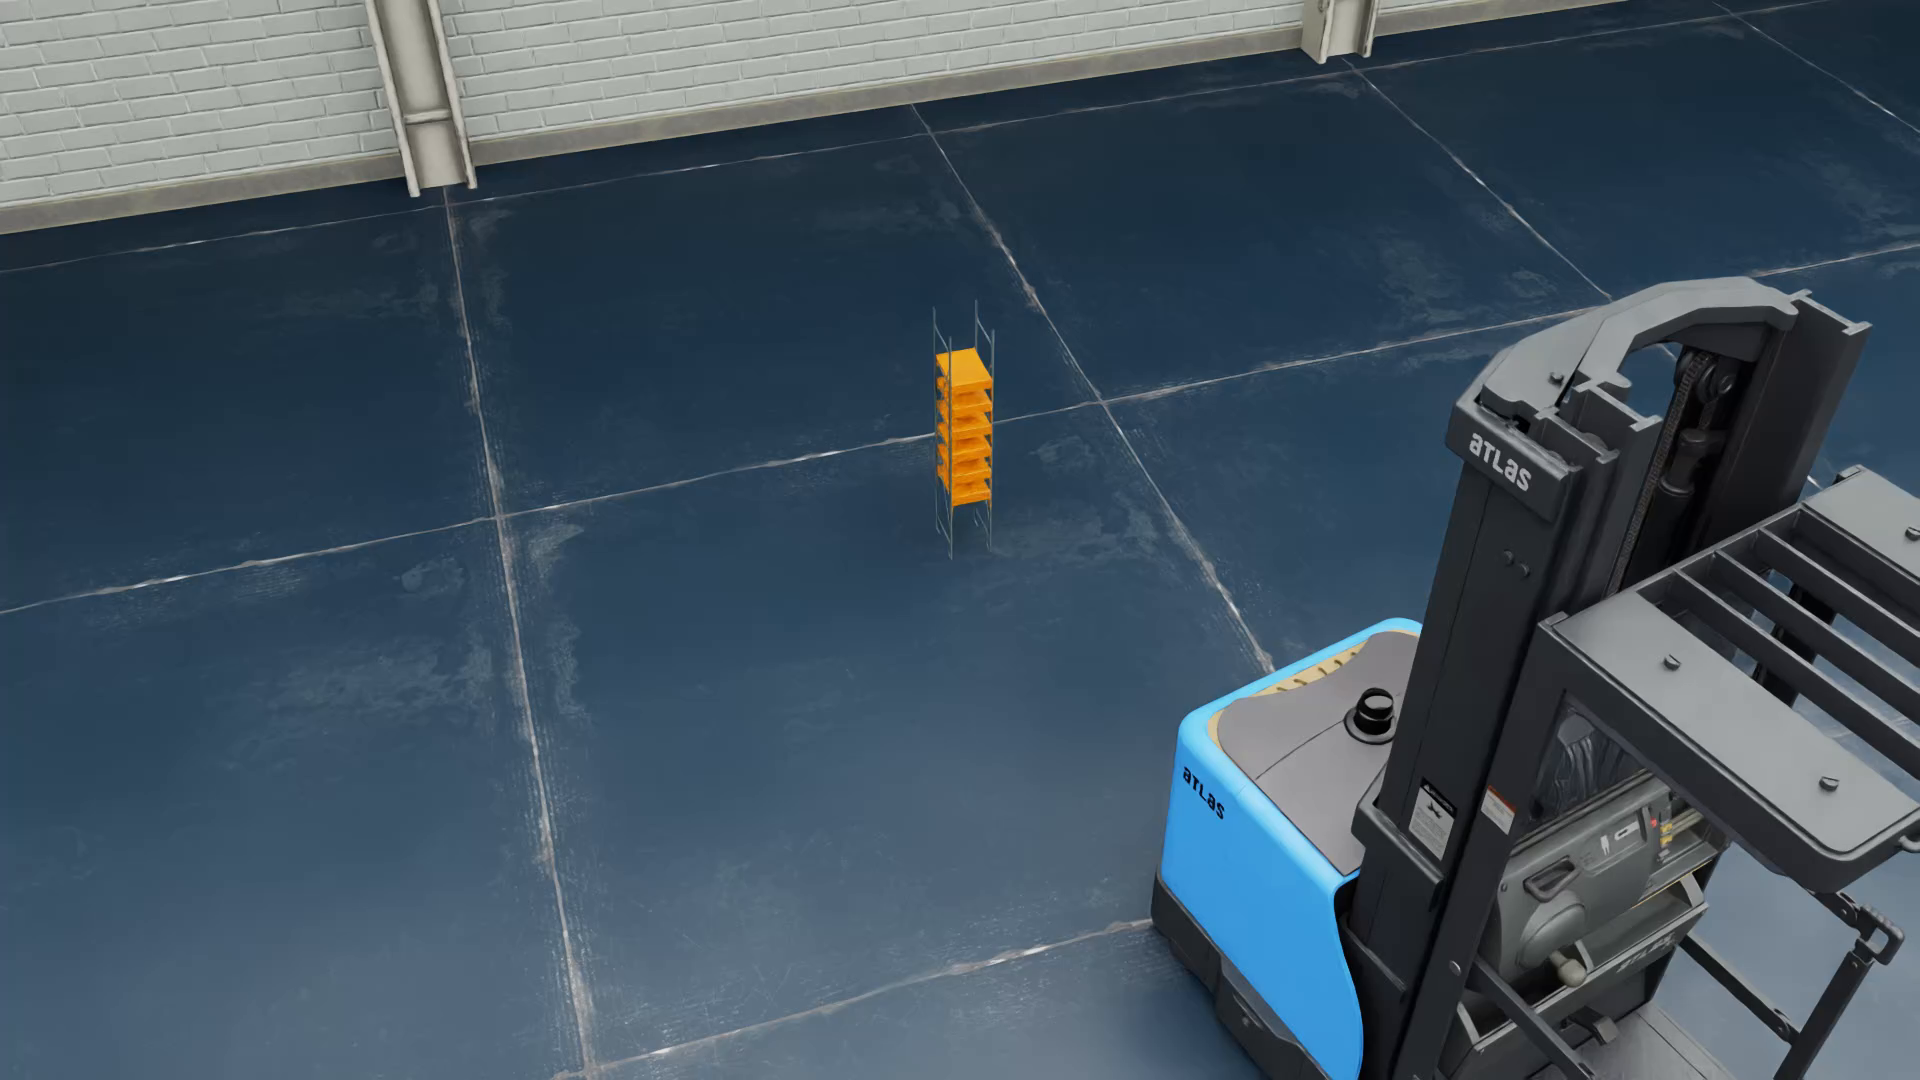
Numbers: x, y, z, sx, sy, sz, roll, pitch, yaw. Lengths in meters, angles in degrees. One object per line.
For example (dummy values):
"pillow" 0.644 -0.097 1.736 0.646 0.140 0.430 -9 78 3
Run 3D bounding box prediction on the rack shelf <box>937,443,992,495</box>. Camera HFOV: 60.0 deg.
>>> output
"rack shelf" 0.014 -0.331 7.316 0.180 0.103 0.258 -12 42 -13

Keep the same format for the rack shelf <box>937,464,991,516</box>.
"rack shelf" 0.014 -0.241 7.395 0.180 0.103 0.258 -12 42 -13

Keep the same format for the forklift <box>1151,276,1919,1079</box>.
"forklift" 1.875 0.941 4.294 1.130 2.935 3.031 -22 46 -23

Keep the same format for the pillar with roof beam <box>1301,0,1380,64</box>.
"pillar with roof beam" 3.873 -4.058 5.405 0.400 9.000 9.100 -12 42 -13

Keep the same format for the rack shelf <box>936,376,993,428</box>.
"rack shelf" 0.014 -0.602 7.079 0.180 0.103 0.258 -12 42 -13

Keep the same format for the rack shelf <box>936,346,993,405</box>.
"rack shelf" 0.014 -0.692 7.000 0.180 0.103 0.258 -12 42 -13

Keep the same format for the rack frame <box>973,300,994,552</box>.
"rack frame" 0.101 -0.473 7.229 0.006 1.200 0.240 -12 42 -13

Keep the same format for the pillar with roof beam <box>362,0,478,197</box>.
"pillar with roof beam" -1.850 -2.872 4.047 0.400 9.000 9.100 -12 42 -13

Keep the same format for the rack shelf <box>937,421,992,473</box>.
"rack shelf" 0.014 -0.421 7.237 0.180 0.103 0.258 -12 42 -13

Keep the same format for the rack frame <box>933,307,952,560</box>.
"rack frame" -0.073 -0.437 7.187 0.006 1.200 0.240 -12 42 -13

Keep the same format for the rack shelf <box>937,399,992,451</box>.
"rack shelf" 0.014 -0.512 7.158 0.180 0.103 0.258 -12 42 -13

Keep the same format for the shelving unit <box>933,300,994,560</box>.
"shelving unit" 0.014 -0.455 7.208 0.189 1.200 0.258 -12 42 -13
